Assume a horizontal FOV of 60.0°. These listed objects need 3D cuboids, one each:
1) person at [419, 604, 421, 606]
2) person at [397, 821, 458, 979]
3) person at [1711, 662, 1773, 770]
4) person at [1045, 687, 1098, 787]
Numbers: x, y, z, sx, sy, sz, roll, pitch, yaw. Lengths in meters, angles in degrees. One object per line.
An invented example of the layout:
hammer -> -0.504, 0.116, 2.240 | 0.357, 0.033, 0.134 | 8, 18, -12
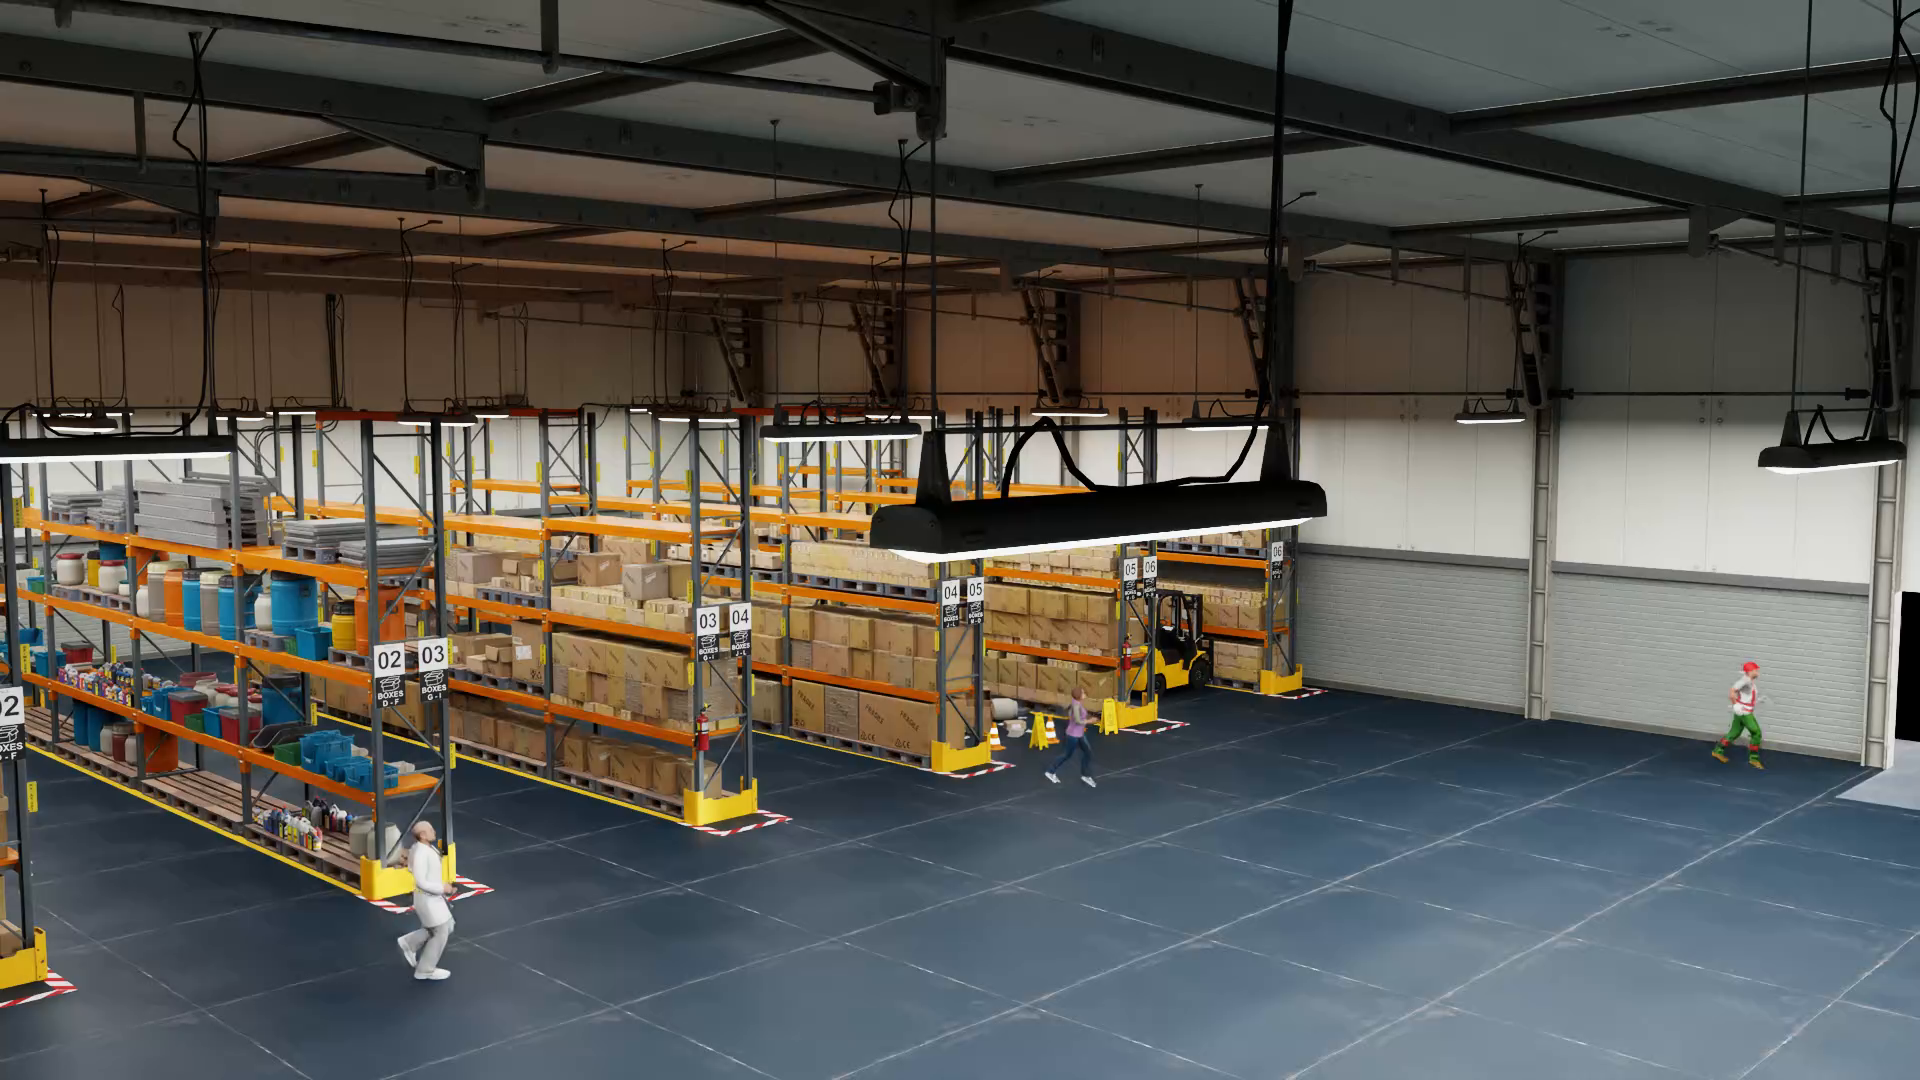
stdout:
person -> -12.081, 2.212, 37.376 | 0.633, 1.622, 0.574 | -4, 7, -39
person -> -5.751, 3.886, 17.940 | 0.637, 1.735, 0.711 | -2, 5, -17
person -> 13.248, 2.959, 28.130 | 0.890, 1.831, 0.574 | 2, 5, 22
person -> 1.806, 3.165, 26.773 | 0.848, 1.633, 0.548 | 1, 5, 10
